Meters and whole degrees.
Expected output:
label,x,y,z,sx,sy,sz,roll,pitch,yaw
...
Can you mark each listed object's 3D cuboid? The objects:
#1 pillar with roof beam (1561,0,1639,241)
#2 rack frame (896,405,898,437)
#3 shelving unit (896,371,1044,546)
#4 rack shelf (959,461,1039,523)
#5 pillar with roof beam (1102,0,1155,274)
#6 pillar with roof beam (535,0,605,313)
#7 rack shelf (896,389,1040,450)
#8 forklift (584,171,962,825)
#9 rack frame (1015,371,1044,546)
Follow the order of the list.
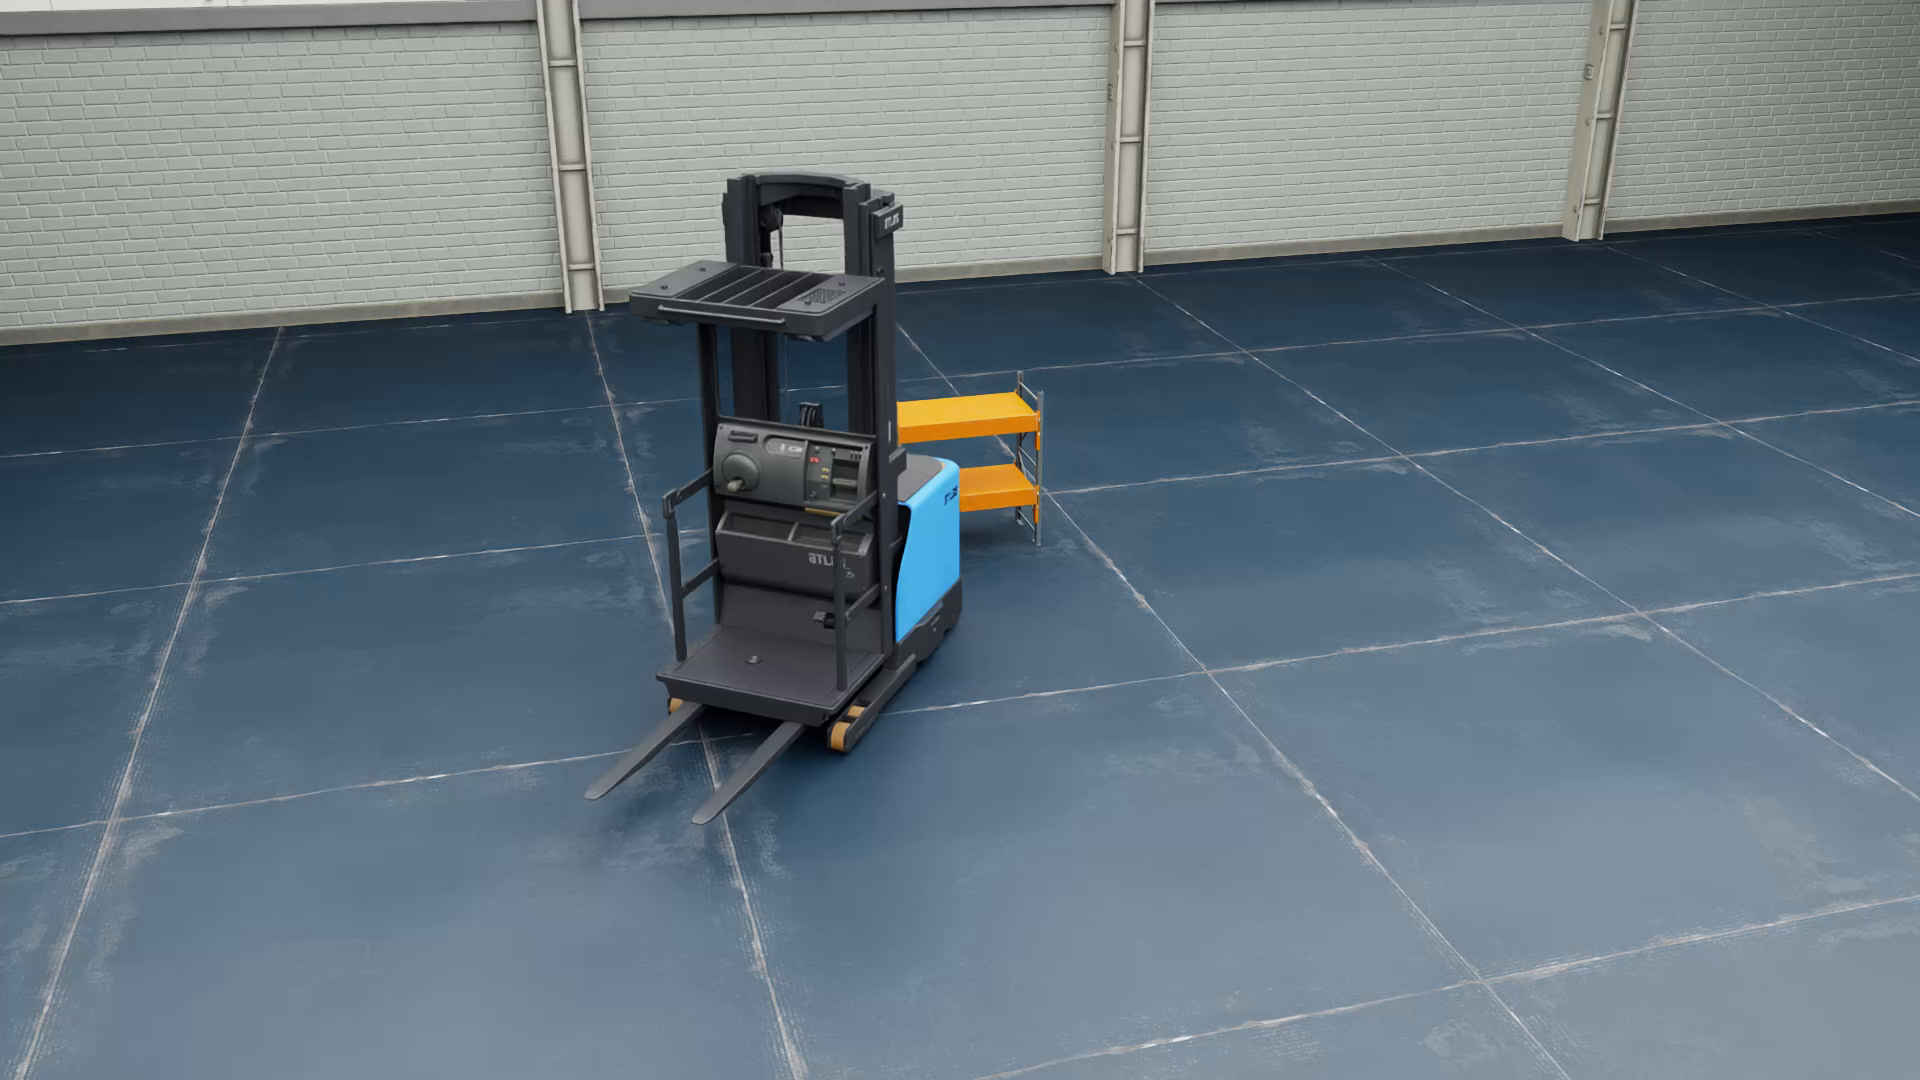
label,x,y,z,sx,sy,sz,roll,pitch,yaw
pillar with roof beam,8.783,-6.210,14.810,0.400,9.000,9.100,-6,24,-14
rack frame,-0.496,-0.462,11.400,0.032,1.125,0.500,-6,24,-14
shelving unit,-0.007,-0.516,11.527,1.048,1.125,0.538,-6,24,-14
rack shelf,-0.007,-0.292,11.623,1.000,0.278,0.538,-6,24,-14
pillar with roof beam,3.006,-5.571,13.321,0.400,9.000,9.100,-6,24,-14
pillar with roof beam,-2.771,-4.932,11.831,0.400,9.000,9.100,-6,24,-14
rack shelf,-0.007,-0.785,11.411,1.000,0.278,0.538,-6,24,-14
forklift,-0.998,-0.377,8.911,1.130,2.935,3.031,9,25,20
rack frame,0.483,-0.570,11.653,0.032,1.125,0.500,-6,24,-14
